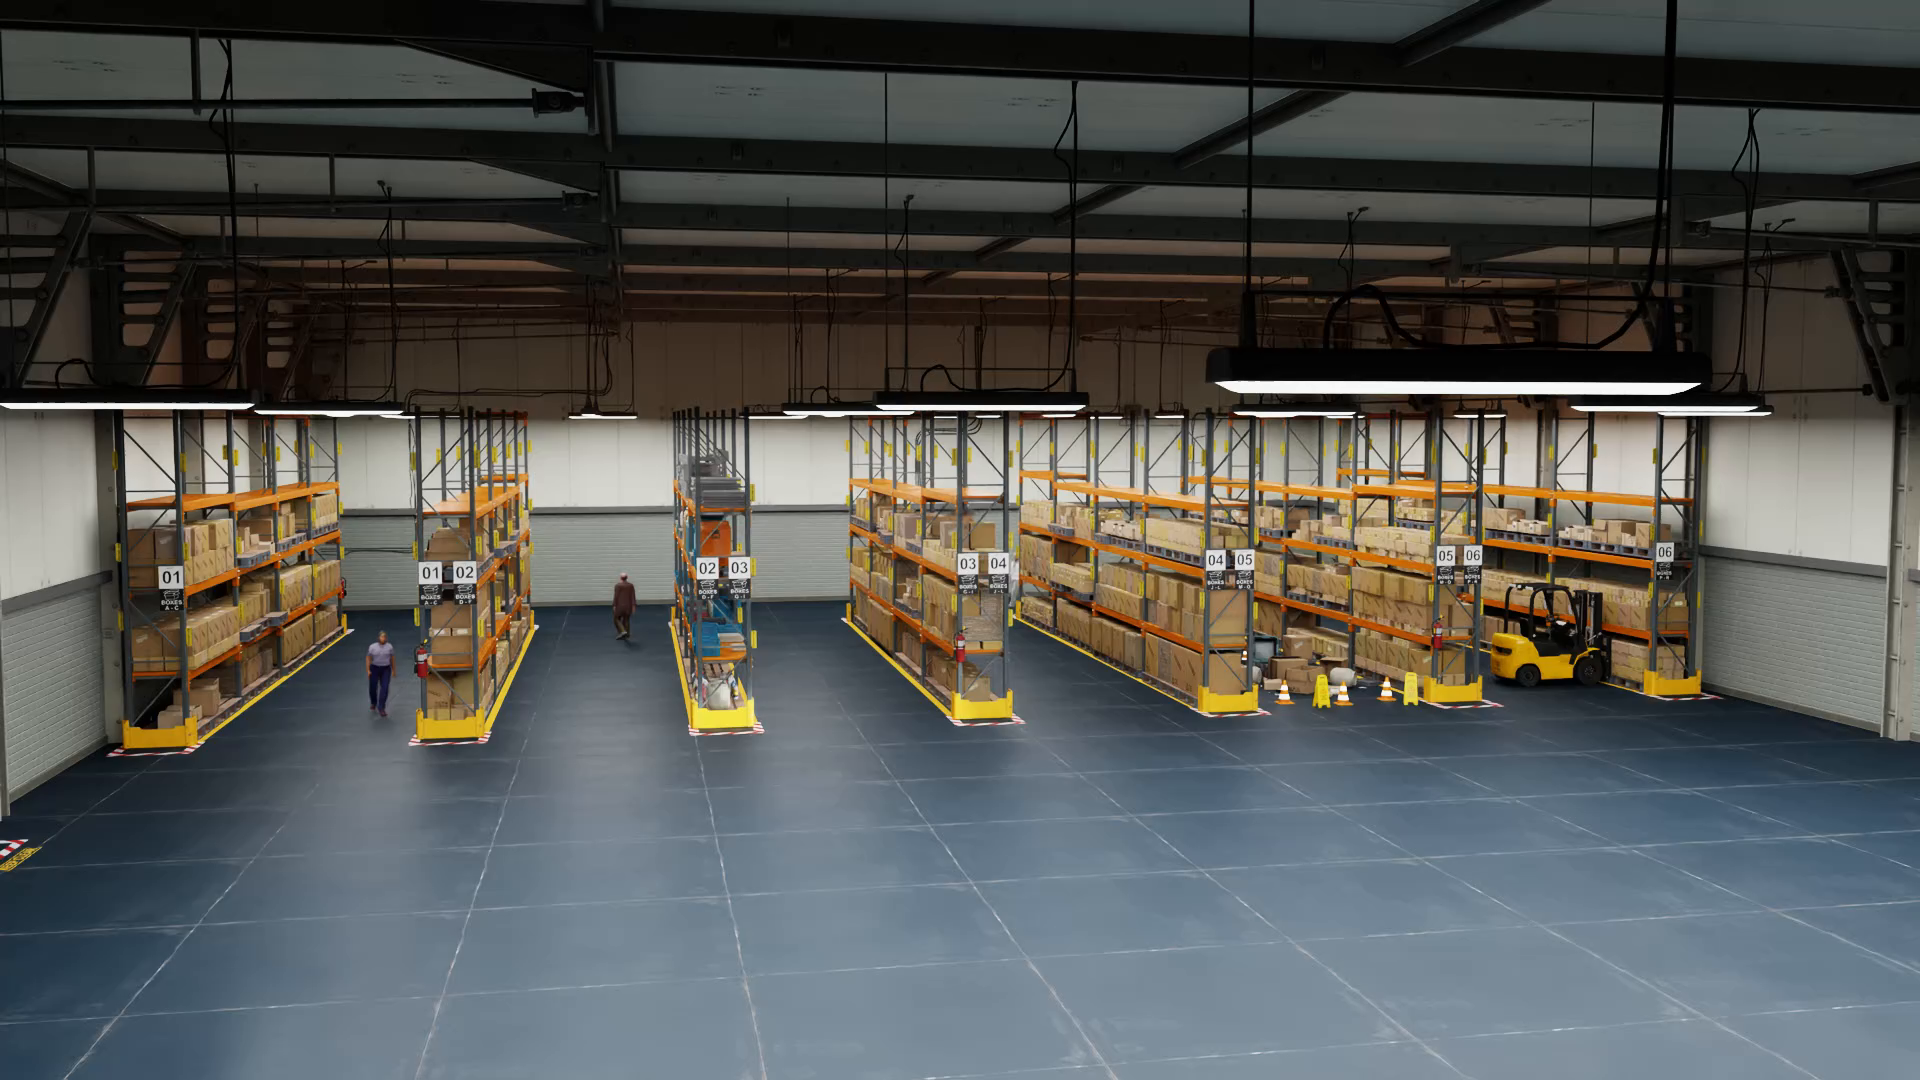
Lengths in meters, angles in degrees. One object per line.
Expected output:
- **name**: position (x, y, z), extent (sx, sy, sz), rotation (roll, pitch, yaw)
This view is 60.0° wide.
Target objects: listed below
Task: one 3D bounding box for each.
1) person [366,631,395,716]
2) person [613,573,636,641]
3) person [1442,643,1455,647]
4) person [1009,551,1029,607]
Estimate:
- **person**: position (-11.381, 2.601, 32.688), extent (0.565, 1.630, 0.808), rotation (-2, 5, -27)
- **person**: position (-8.735, 1.747, 43.390), extent (0.619, 1.776, 0.579), rotation (-3, 5, -35)
- **person**: position (11.210, 2.150, 38.330), extent (0.574, 1.727, 0.697), rotation (-2, 5, -26)
- **person**: position (1.792, 1.194, 51.460), extent (0.993, 1.738, 0.521), rotation (-2, 5, -30)
